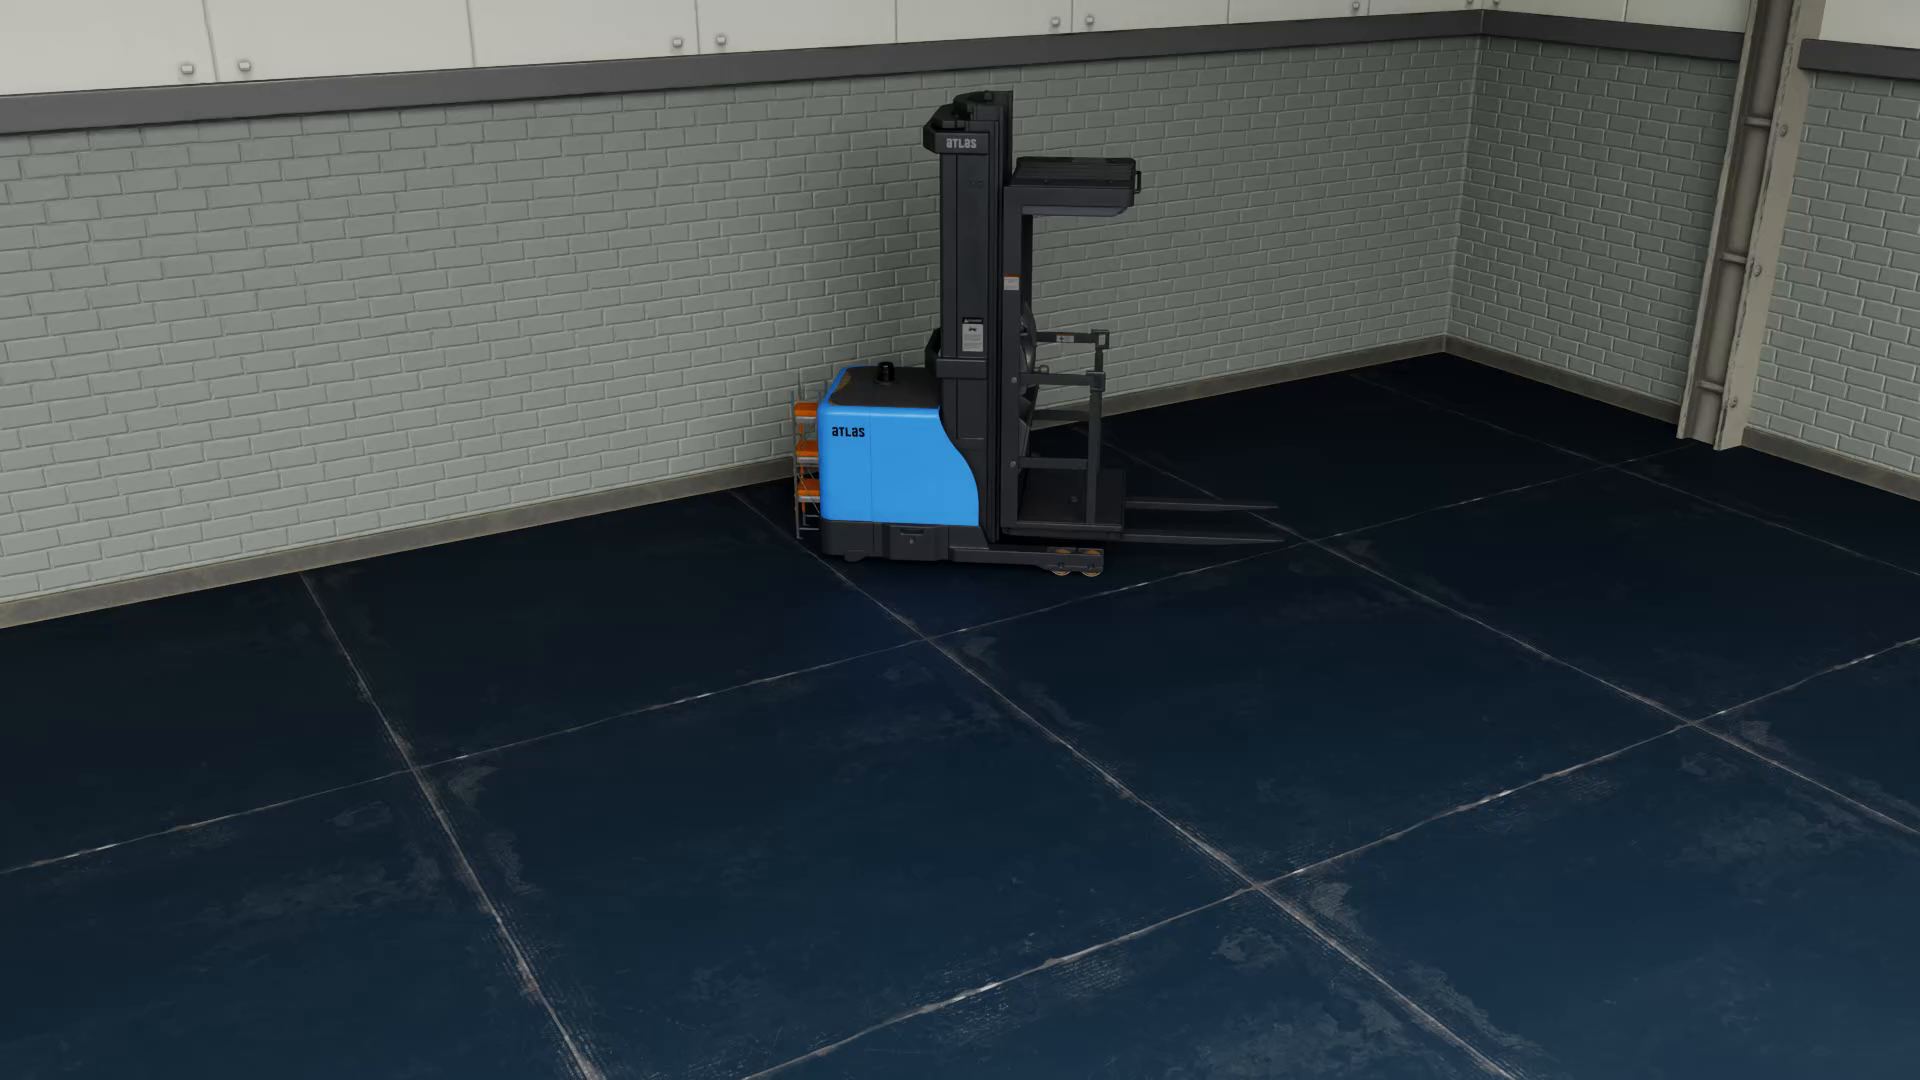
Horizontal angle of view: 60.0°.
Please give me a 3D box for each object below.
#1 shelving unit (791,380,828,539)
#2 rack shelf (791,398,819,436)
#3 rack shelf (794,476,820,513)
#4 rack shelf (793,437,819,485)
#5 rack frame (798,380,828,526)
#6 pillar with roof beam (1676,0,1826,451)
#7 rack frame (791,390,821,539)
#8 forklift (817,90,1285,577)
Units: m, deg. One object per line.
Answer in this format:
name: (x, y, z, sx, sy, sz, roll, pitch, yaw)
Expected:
shelving unit: (-1.001, -0.540, 11.246, 0.215, 1.050, 0.252, 2, 22, 5)
rack shelf: (-1.001, -0.793, 11.143, 0.215, 0.259, 0.240, 2, 22, 5)
rack shelf: (-1.001, -0.273, 11.355, 0.215, 0.259, 0.240, 2, 22, 5)
rack shelf: (-1.001, -0.530, 11.250, 0.215, 0.259, 0.240, 2, 22, 5)
rack frame: (-0.990, -0.586, 11.359, 0.200, 1.050, 0.008, 2, 22, 5)
pillar with roof beam: (2.275, -4.134, 9.531, 9.100, 9.000, 0.400, -13, 25, -28)
rack frame: (-1.013, -0.494, 11.134, 0.200, 1.050, 0.008, 2, 22, 5)
forklift: (0.624, -1.333, 10.697, 3.031, 2.935, 1.130, 2, 22, 6)
